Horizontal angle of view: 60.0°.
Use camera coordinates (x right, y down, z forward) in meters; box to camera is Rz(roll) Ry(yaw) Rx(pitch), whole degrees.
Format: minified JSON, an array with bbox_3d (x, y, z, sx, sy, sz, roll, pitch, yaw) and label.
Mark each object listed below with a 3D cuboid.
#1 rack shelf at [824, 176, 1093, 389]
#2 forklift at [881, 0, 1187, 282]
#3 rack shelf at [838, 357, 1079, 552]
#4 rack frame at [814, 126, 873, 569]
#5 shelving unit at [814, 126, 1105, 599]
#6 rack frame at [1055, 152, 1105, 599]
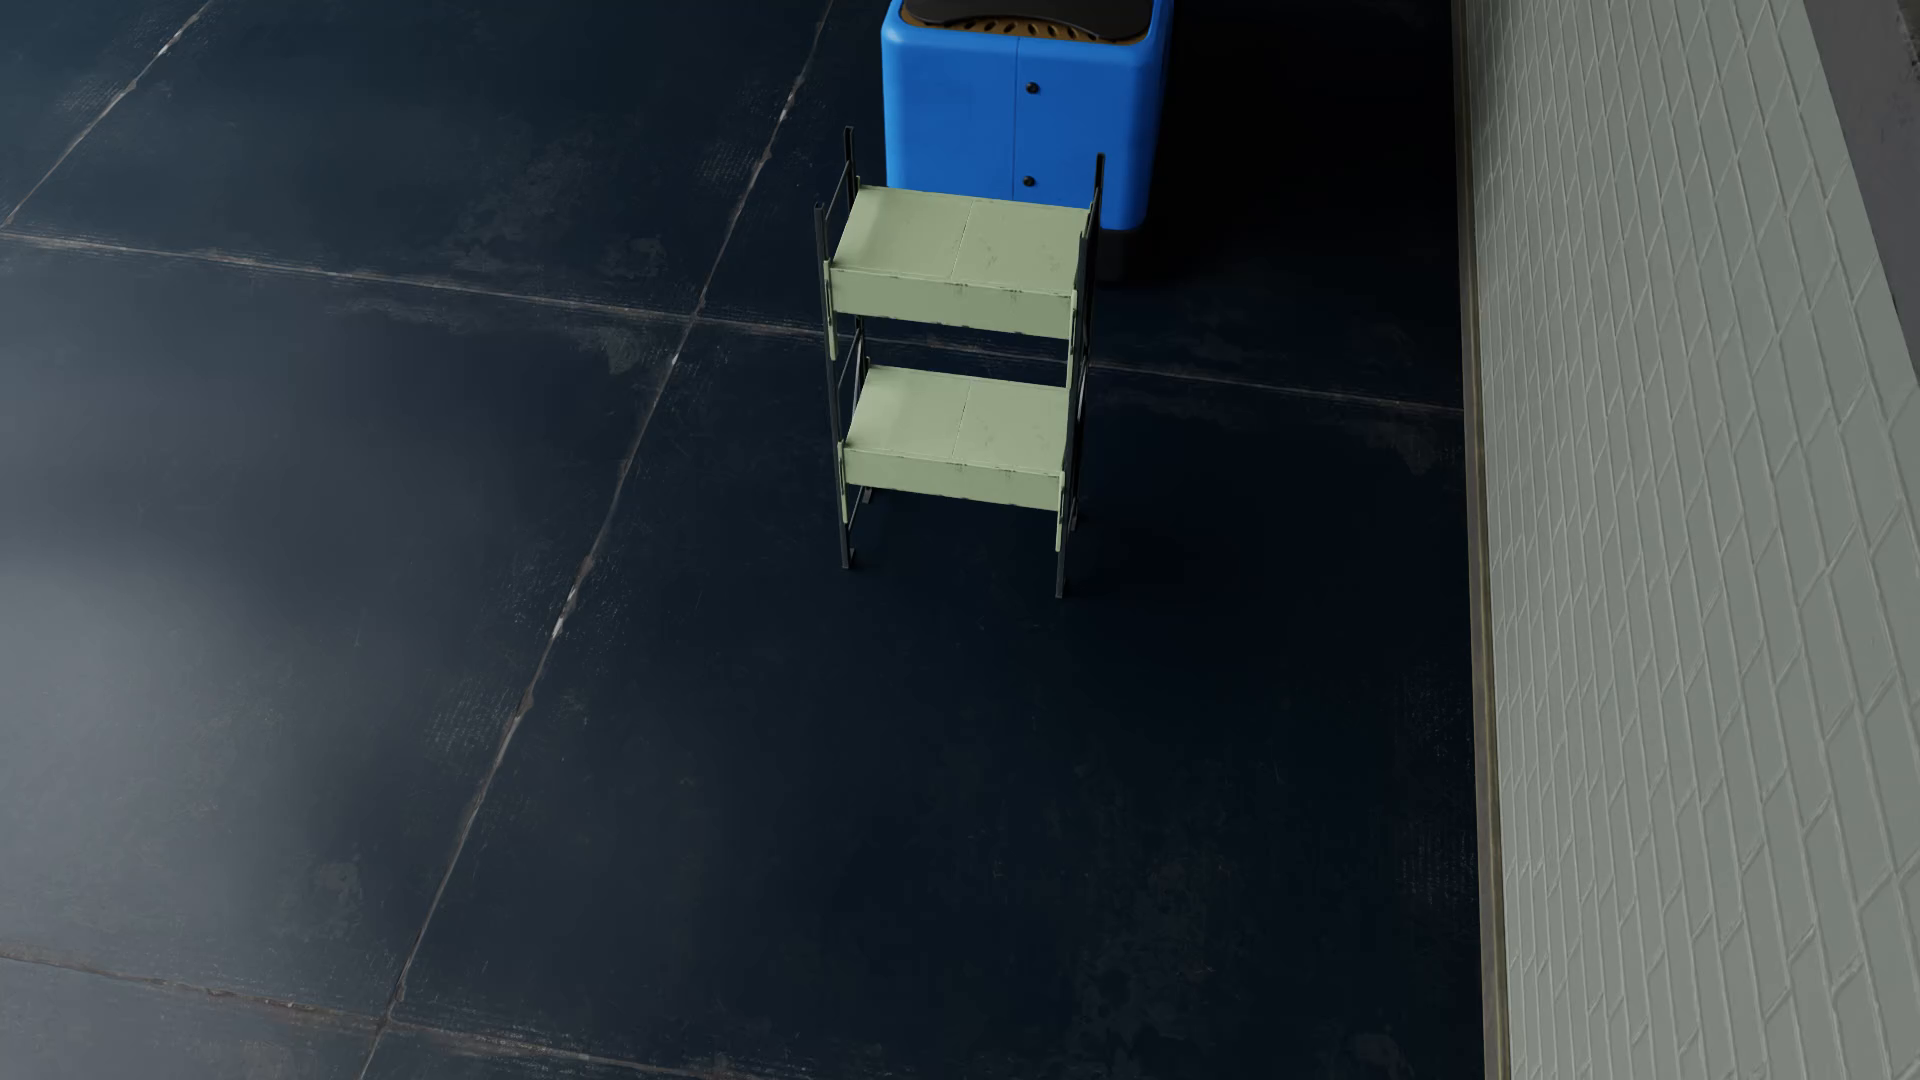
[{"bbox_3d":[0.007,-0.761,4.901,0.720,0.370,0.431,8,49,7],"label":"rack shelf"},{"bbox_3d":[0.451,-3.115,6.579,1.130,2.935,3.031,7,48,6],"label":"forklift"},{"bbox_3d":[0.007,-0.283,5.434,0.720,0.370,0.431,8,49,7],"label":"rack shelf"},{"bbox_3d":[-0.354,-0.549,5.235,0.023,1.500,0.400,8,49,7],"label":"rack frame"},{"bbox_3d":[0.007,-0.500,5.191,0.755,1.500,0.431,8,49,7],"label":"shelving unit"},{"bbox_3d":[0.367,-0.452,5.148,0.023,1.500,0.400,8,49,7],"label":"rack frame"}]
